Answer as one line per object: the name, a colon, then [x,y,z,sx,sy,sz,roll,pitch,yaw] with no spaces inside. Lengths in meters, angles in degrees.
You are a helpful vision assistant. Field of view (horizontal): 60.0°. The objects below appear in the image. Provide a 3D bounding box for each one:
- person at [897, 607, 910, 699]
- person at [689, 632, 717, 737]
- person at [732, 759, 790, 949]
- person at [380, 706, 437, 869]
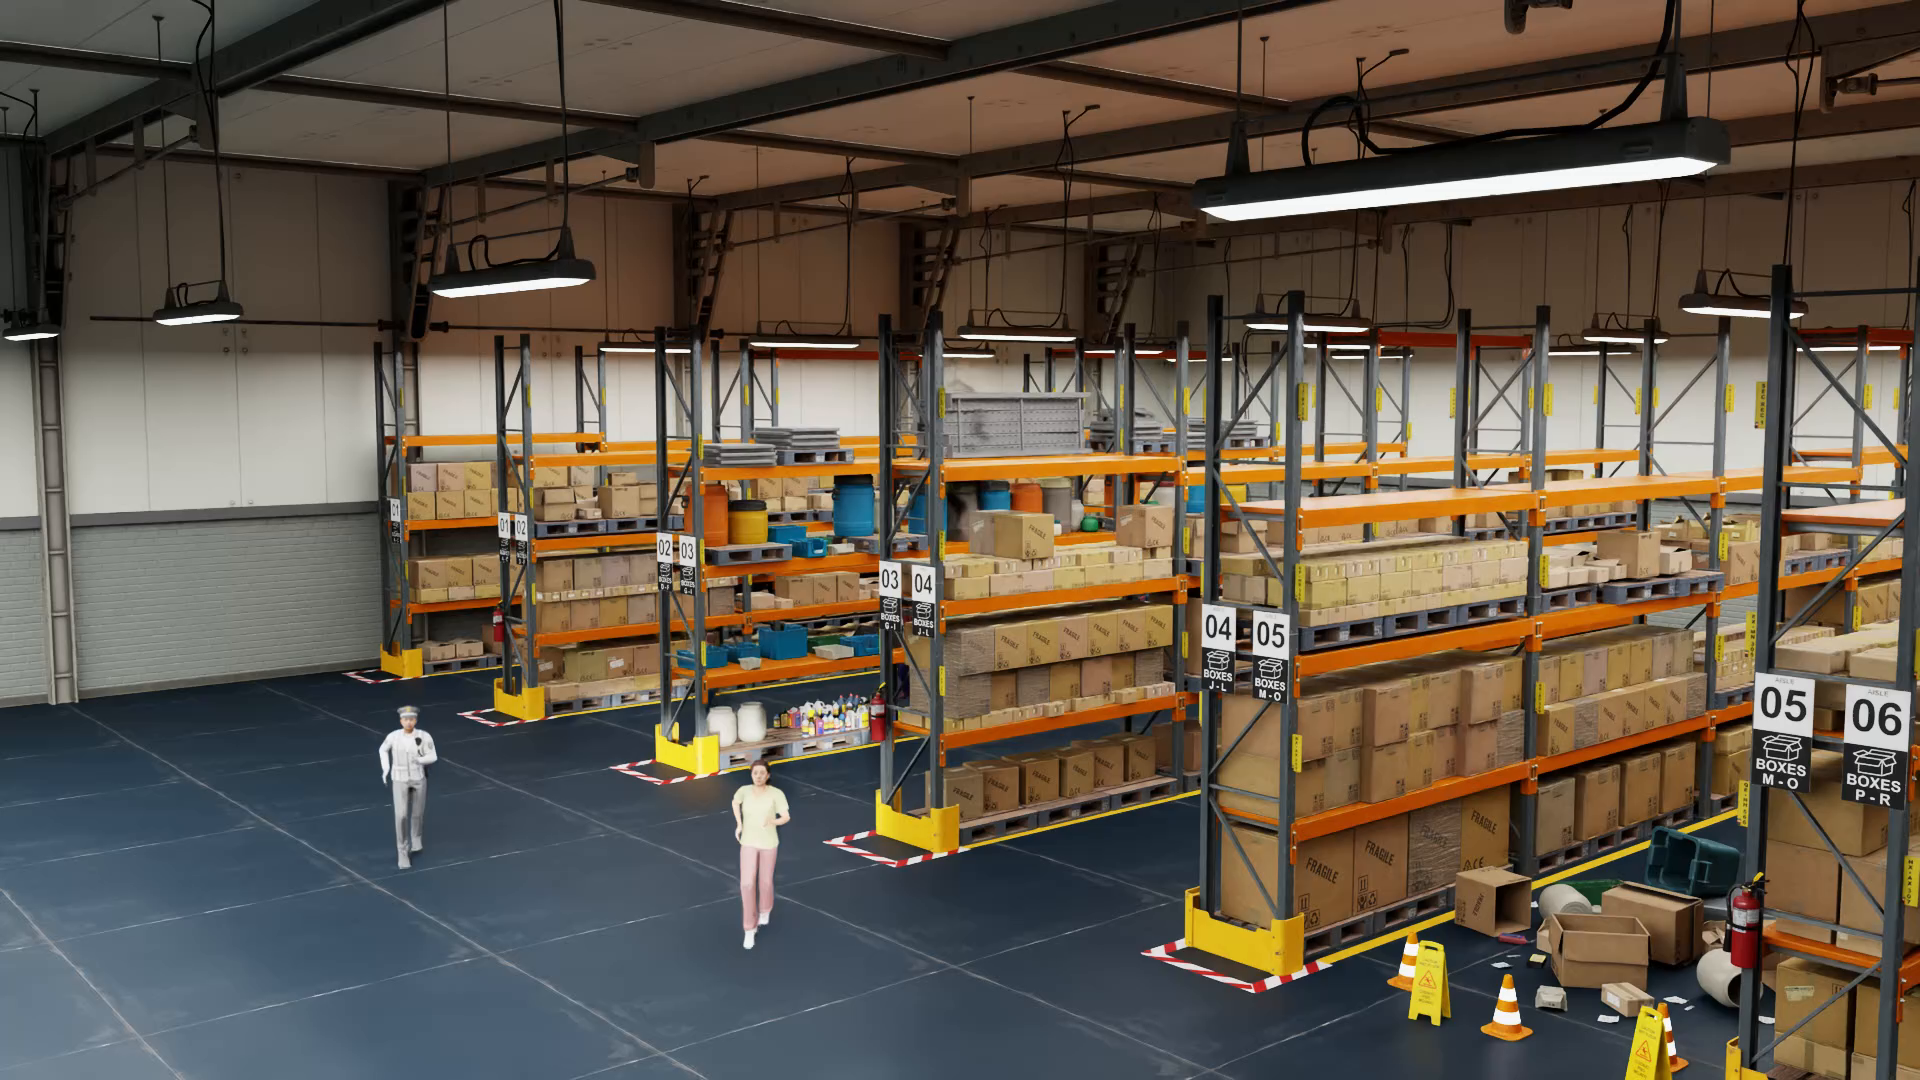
person: [-0.886,1.839,27.886,0.593,1.594,0.586,4,7,38]
person: [-3.720,2.138,24.757,0.608,1.549,0.538,-5,7,-43]
person: [-1.876,2.918,15.677,0.562,1.710,0.773,0,5,-2]
person: [-6.021,2.667,18.187,0.581,1.753,0.761,-2,6,-21]
